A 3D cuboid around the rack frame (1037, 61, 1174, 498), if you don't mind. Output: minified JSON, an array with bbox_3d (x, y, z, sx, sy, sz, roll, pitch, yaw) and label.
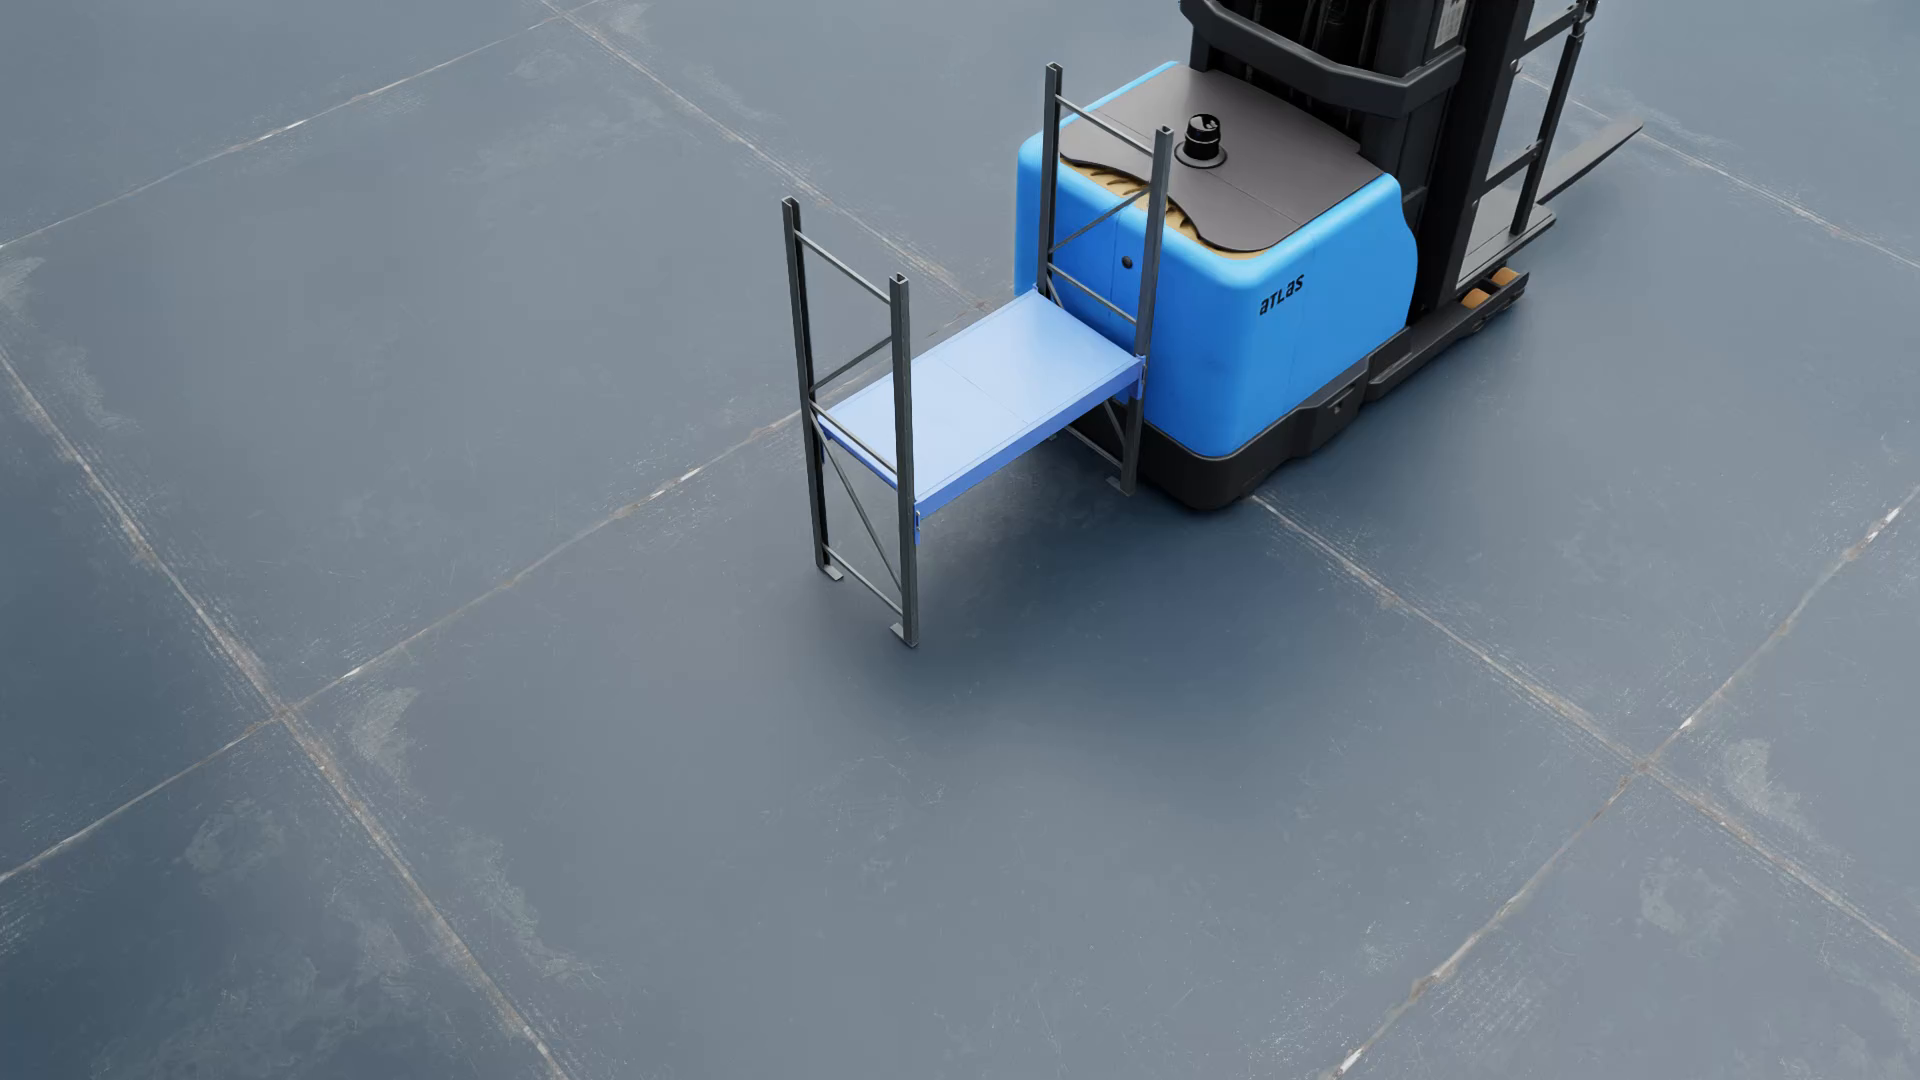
[{"bbox_3d":[0.439,-0.802,5.470,0.032,1.500,0.500,-34,56,-27],"label":"rack frame"}]

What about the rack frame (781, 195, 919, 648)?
[{"bbox_3d":[-0.313,-0.299,5.006,0.032,1.500,0.500,-34,56,-27],"label":"rack frame"}]

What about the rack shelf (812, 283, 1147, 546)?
[{"bbox_3d":[0.063,-0.429,5.370,1.000,0.185,0.538,-34,56,-27],"label":"rack shelf"}]

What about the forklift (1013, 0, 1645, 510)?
[{"bbox_3d":[1.596,-2.059,5.655,3.031,2.935,1.130,-35,56,-28],"label":"forklift"}]

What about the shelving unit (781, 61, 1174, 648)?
[{"bbox_3d":[0.063,-0.551,5.238,1.048,1.500,0.538,-34,56,-27],"label":"shelving unit"}]
